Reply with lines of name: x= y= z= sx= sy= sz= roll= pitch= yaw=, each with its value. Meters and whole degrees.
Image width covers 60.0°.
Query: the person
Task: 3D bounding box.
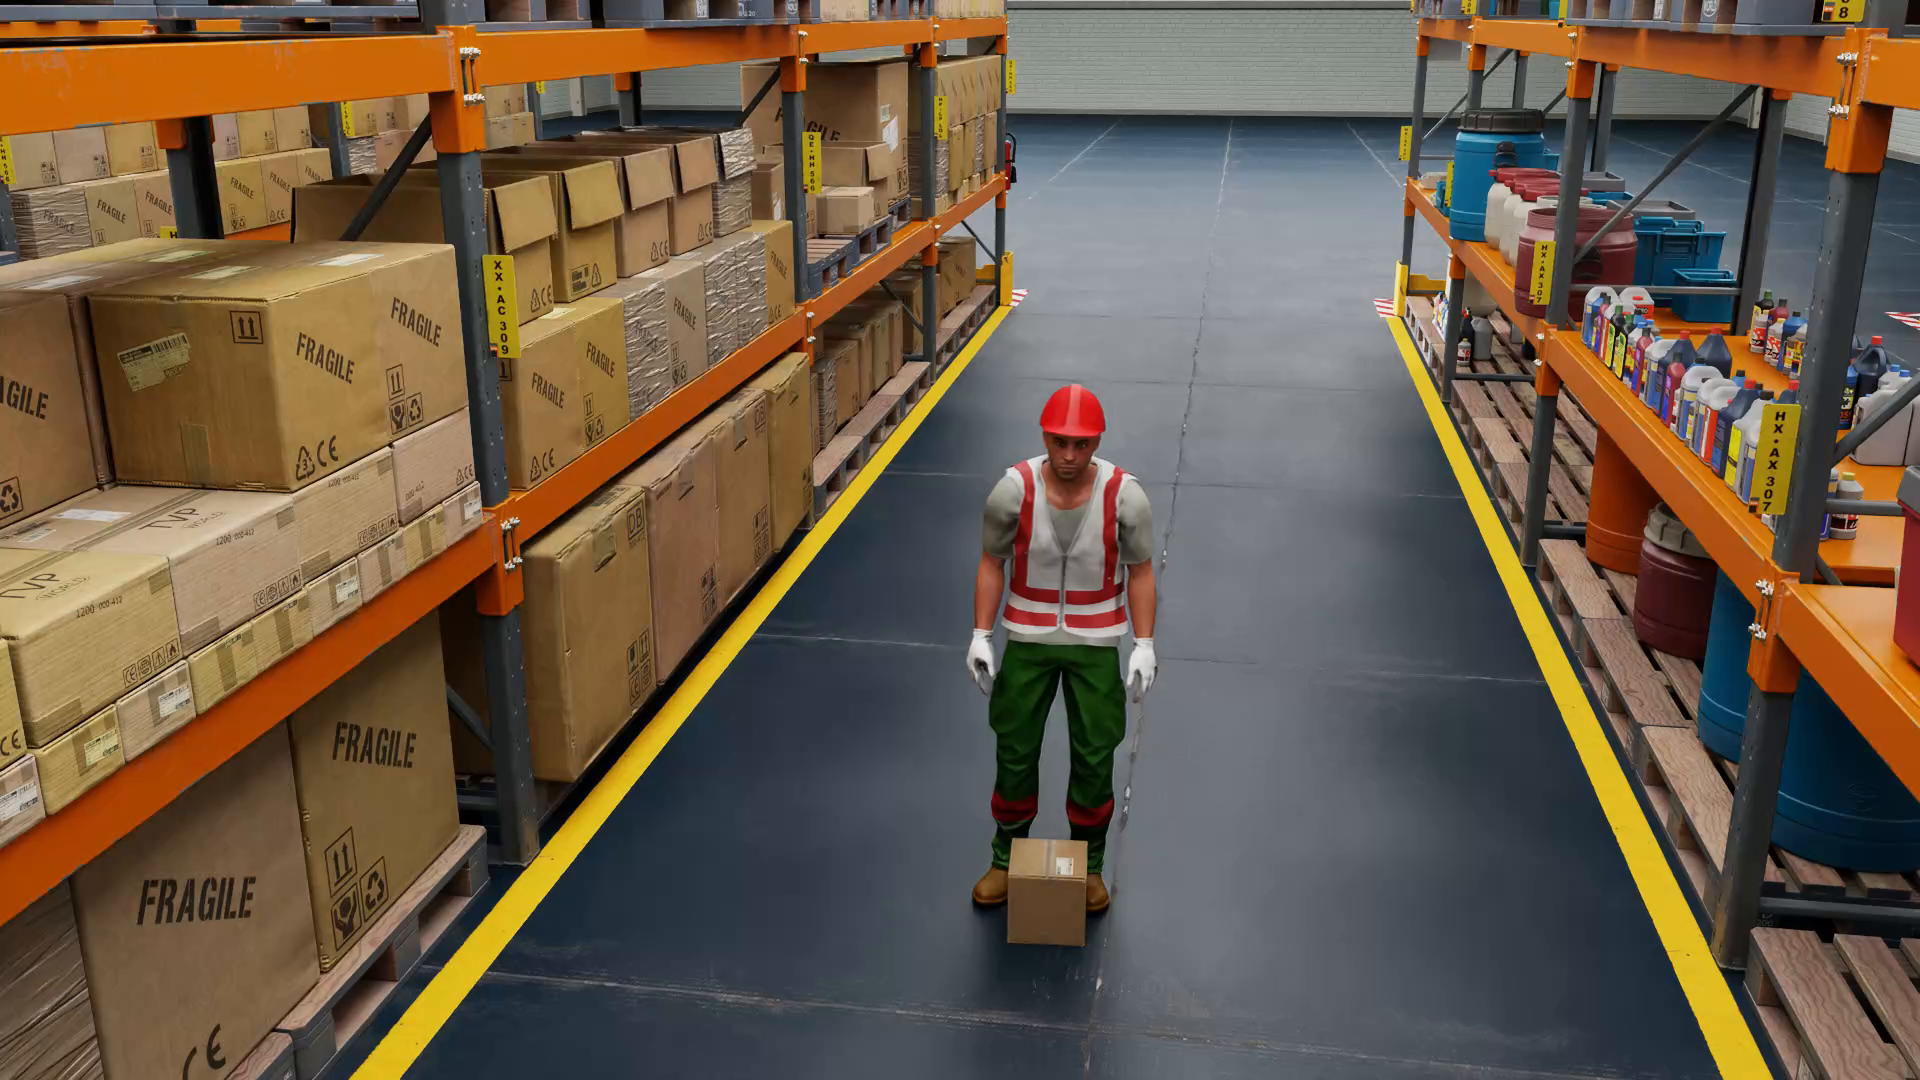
person: x=0.334 y=0.355 z=5.413 sx=0.623 sy=1.779 sz=0.452 roll=2 pitch=18 yaw=7
